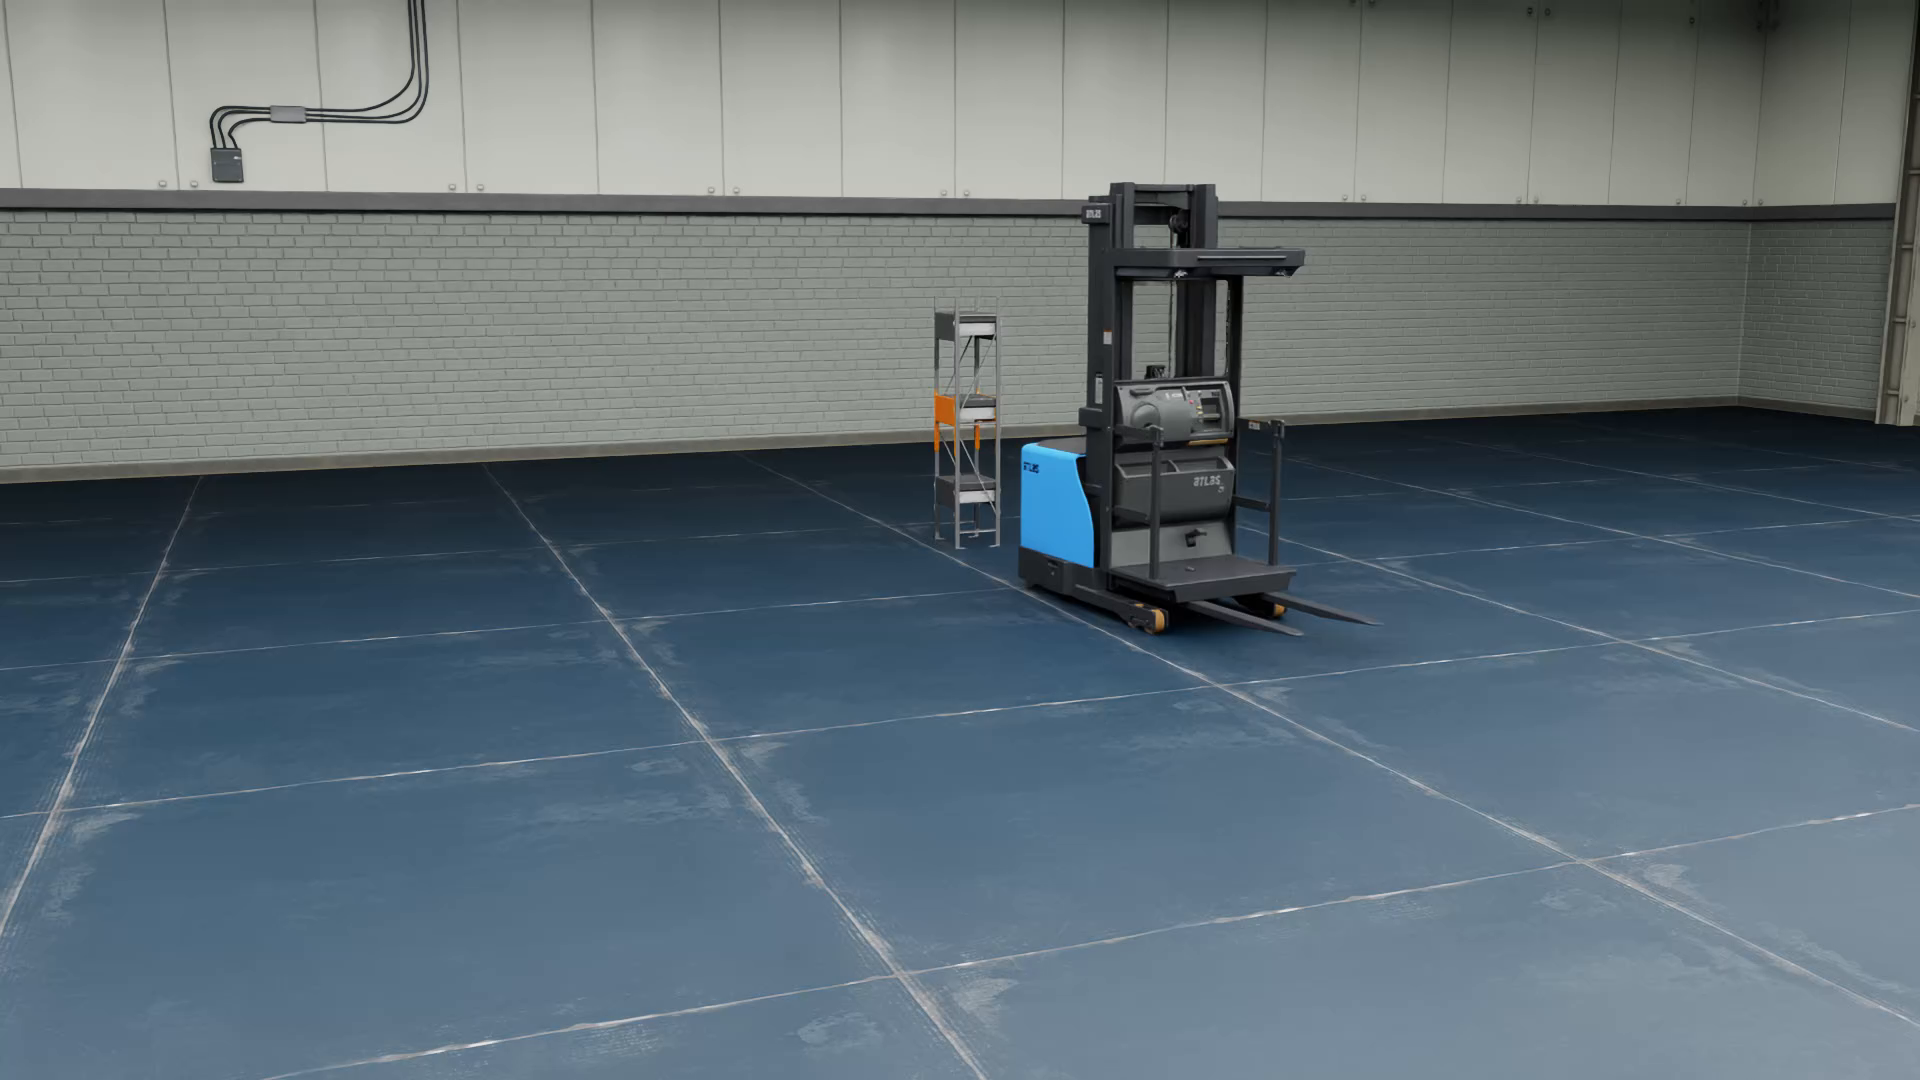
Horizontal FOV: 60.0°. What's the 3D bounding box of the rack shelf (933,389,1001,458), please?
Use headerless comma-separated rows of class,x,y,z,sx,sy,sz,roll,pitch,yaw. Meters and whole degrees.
rack shelf,0.060,-0.993,14.087,0.431,0.518,0.480,-4,11,-21

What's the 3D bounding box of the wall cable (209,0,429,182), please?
wall cable,-7.025,-6.920,17.915,2.305,6.003,0.169,-4,11,-21

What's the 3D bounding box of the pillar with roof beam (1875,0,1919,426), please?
pillar with roof beam,9.303,-5.806,21.367,9.100,9.000,0.400,-4,11,-21

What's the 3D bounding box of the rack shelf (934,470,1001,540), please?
rack shelf,0.060,-0.304,14.209,0.431,0.518,0.480,-4,11,-21

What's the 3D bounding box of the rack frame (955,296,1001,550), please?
rack frame,0.148,-0.967,13.860,0.400,2.100,0.015,-4,11,-21

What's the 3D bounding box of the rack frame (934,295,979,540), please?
rack frame,-0.028,-1.047,14.308,0.400,2.100,0.015,-4,11,-21

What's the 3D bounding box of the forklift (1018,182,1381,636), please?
forklift,1.583,-0.915,11.195,1.130,2.935,3.031,-5,11,-28

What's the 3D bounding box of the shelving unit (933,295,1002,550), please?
shelving unit,0.060,-1.007,14.084,0.431,2.100,0.503,-4,11,-21

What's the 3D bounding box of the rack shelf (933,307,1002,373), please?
rack shelf,0.060,-1.683,13.964,0.431,0.518,0.480,-4,11,-21
